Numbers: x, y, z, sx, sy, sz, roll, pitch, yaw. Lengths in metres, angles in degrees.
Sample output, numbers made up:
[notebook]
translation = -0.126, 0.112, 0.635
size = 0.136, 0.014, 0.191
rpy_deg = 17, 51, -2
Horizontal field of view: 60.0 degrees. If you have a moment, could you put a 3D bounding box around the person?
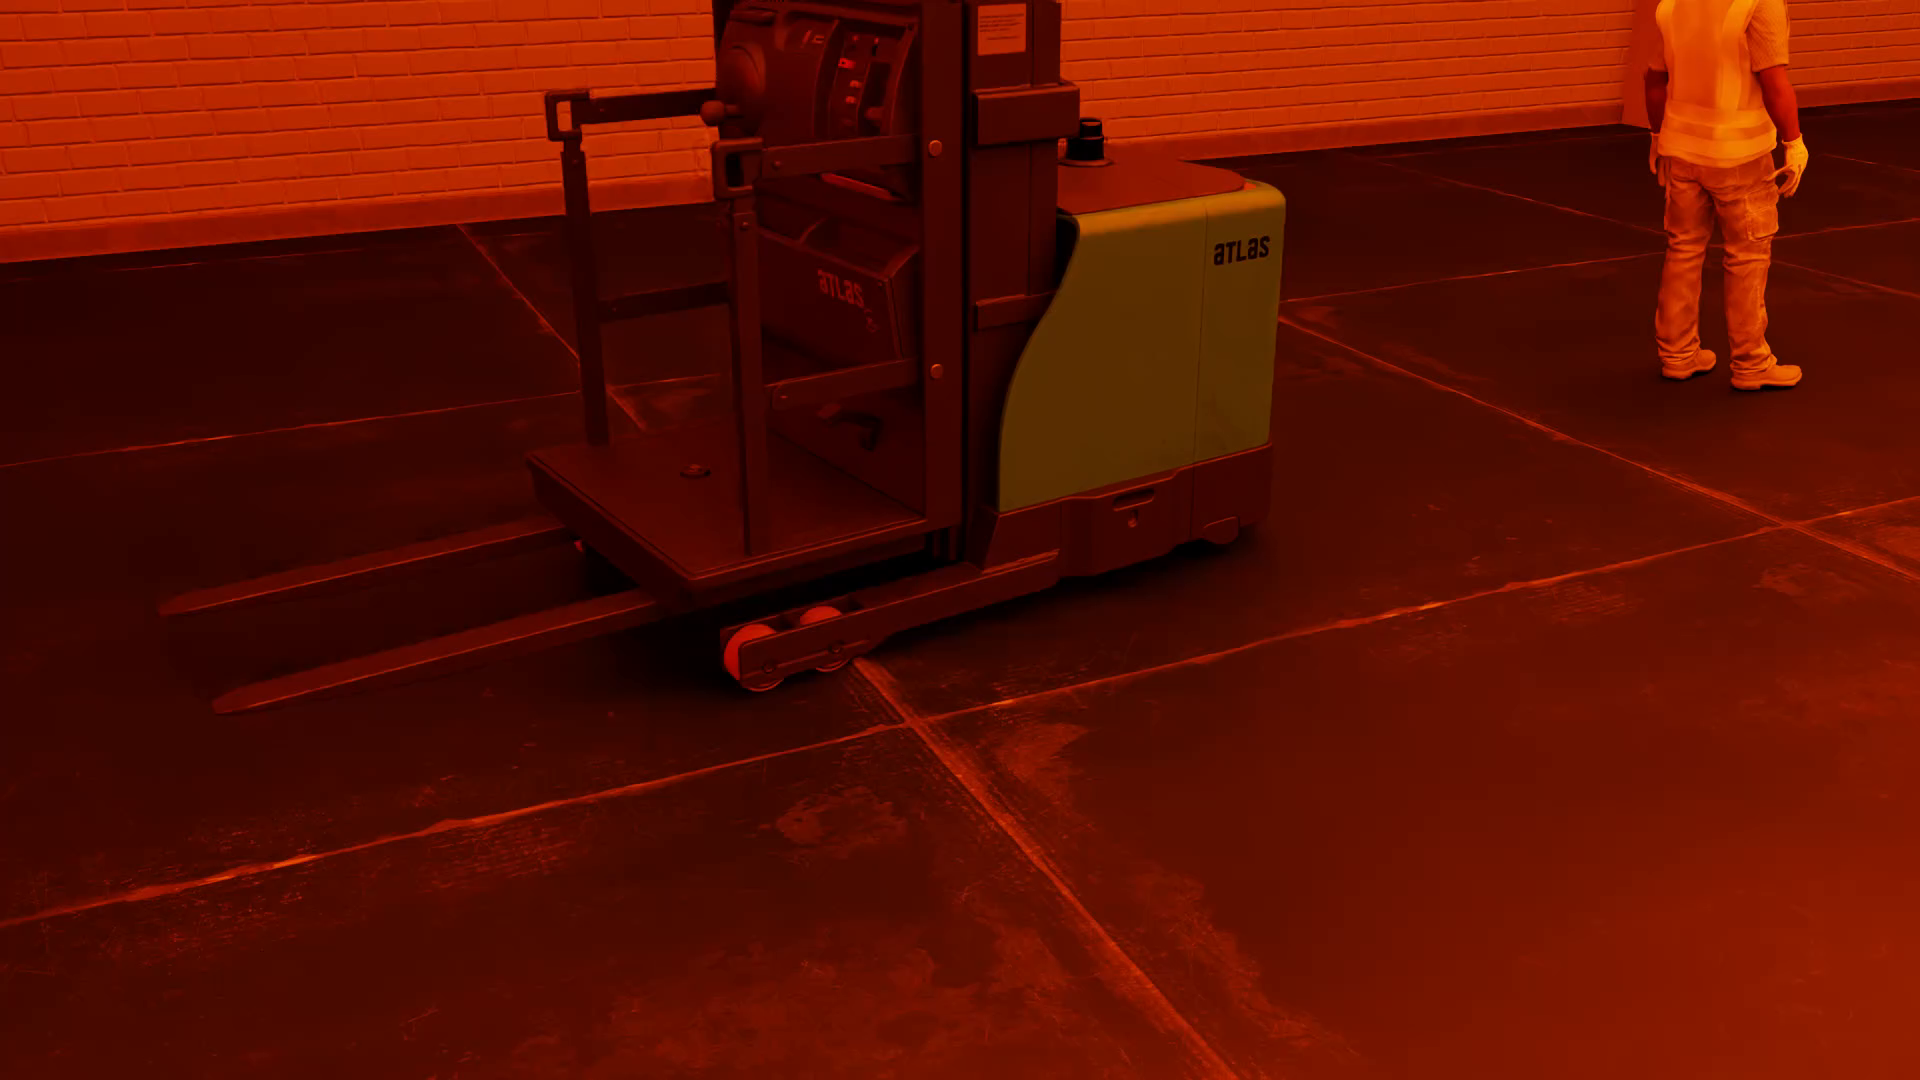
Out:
[person]
translation = 2.947, -1.490, 6.351
size = 0.577, 1.782, 0.656
rpy_deg = -12, 25, -26

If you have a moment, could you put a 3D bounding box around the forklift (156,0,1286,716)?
[forklift]
translation = -0.557, -1.202, 4.180
size = 3.031, 2.935, 1.130
rpy_deg = -15, 27, -31
